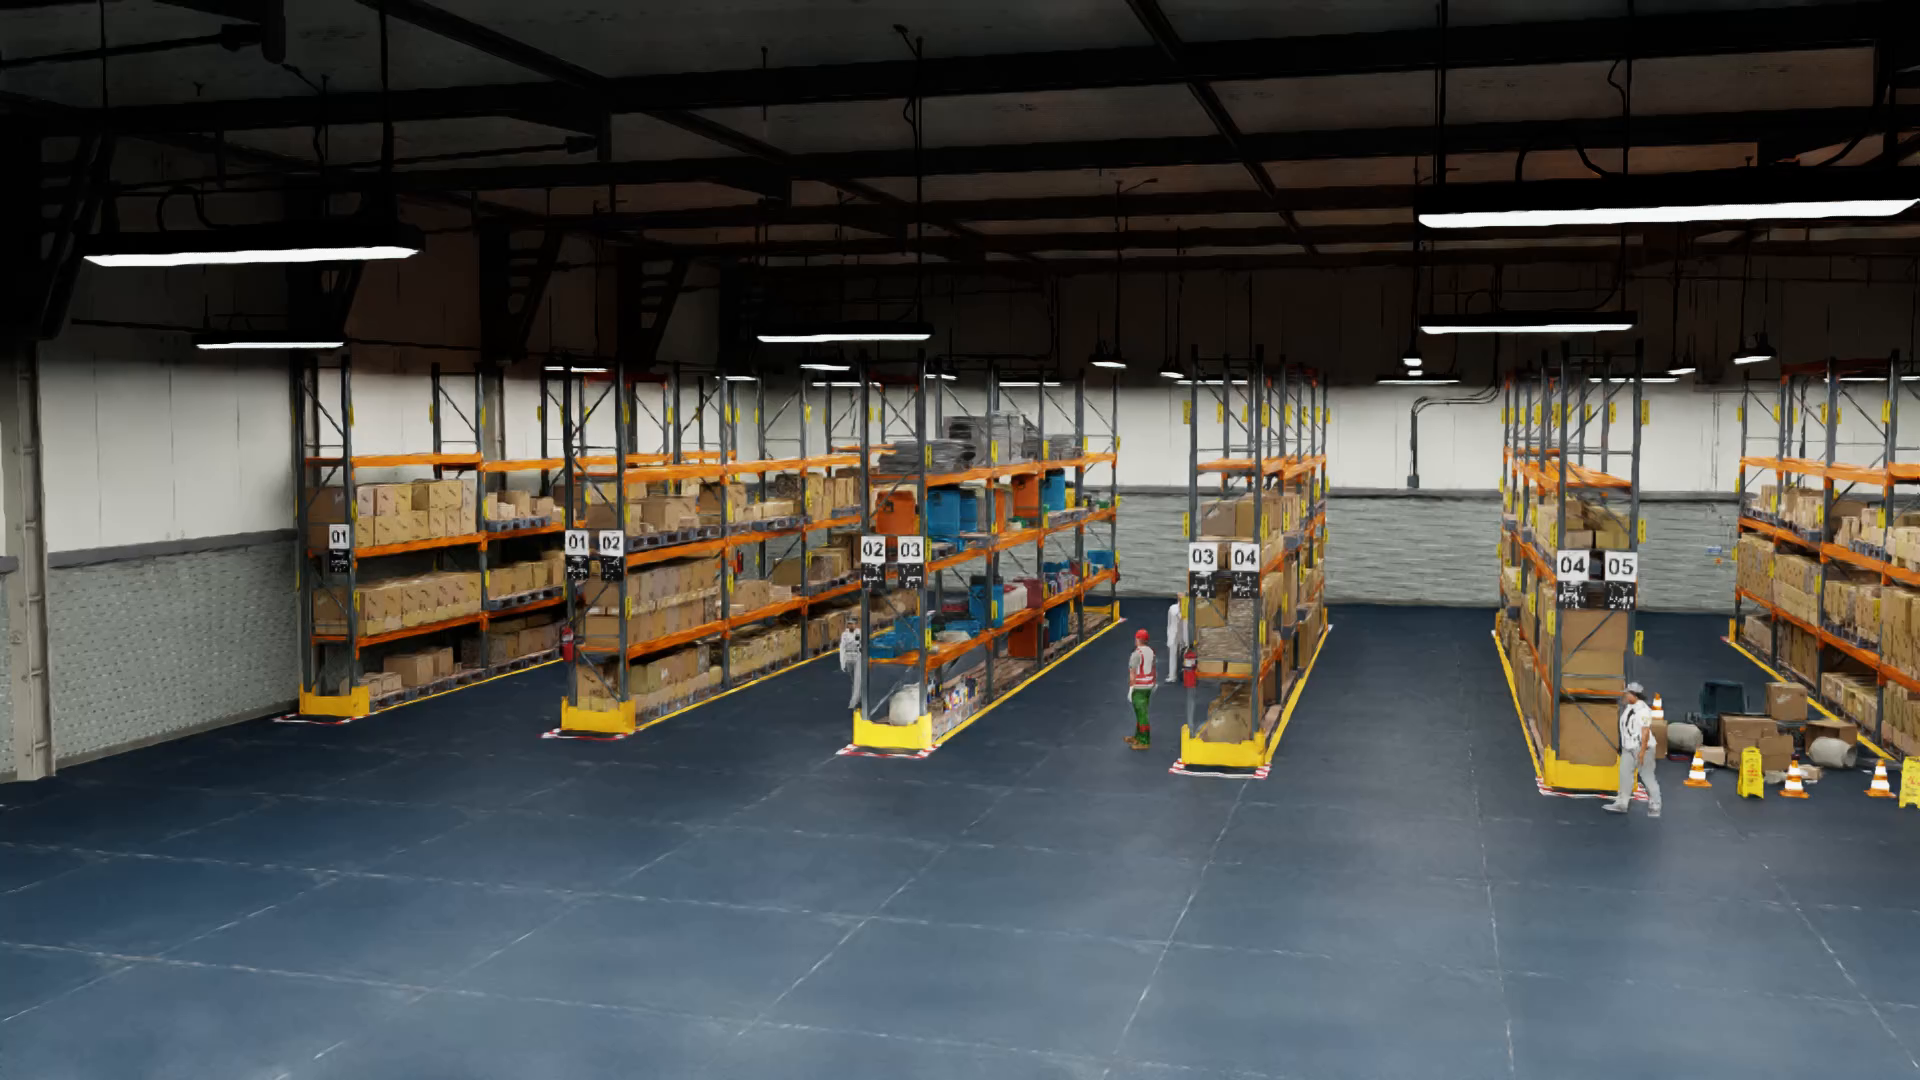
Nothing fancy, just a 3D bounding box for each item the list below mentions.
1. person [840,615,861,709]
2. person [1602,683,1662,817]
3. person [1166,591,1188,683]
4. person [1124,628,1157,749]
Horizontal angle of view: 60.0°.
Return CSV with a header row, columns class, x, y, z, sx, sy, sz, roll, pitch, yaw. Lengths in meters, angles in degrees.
class,x,y,z,sx,sy,sz,roll,pitch,yaw
person,-1.832,2.055,28.472,0.495,1.589,1.086,1,4,18
person,8.467,2.611,20.856,0.610,1.650,0.617,0,4,-3
person,4.150,1.793,31.139,0.588,1.684,1.193,1,4,13
person,2.693,2.219,25.108,0.610,1.780,0.762,3,5,38
